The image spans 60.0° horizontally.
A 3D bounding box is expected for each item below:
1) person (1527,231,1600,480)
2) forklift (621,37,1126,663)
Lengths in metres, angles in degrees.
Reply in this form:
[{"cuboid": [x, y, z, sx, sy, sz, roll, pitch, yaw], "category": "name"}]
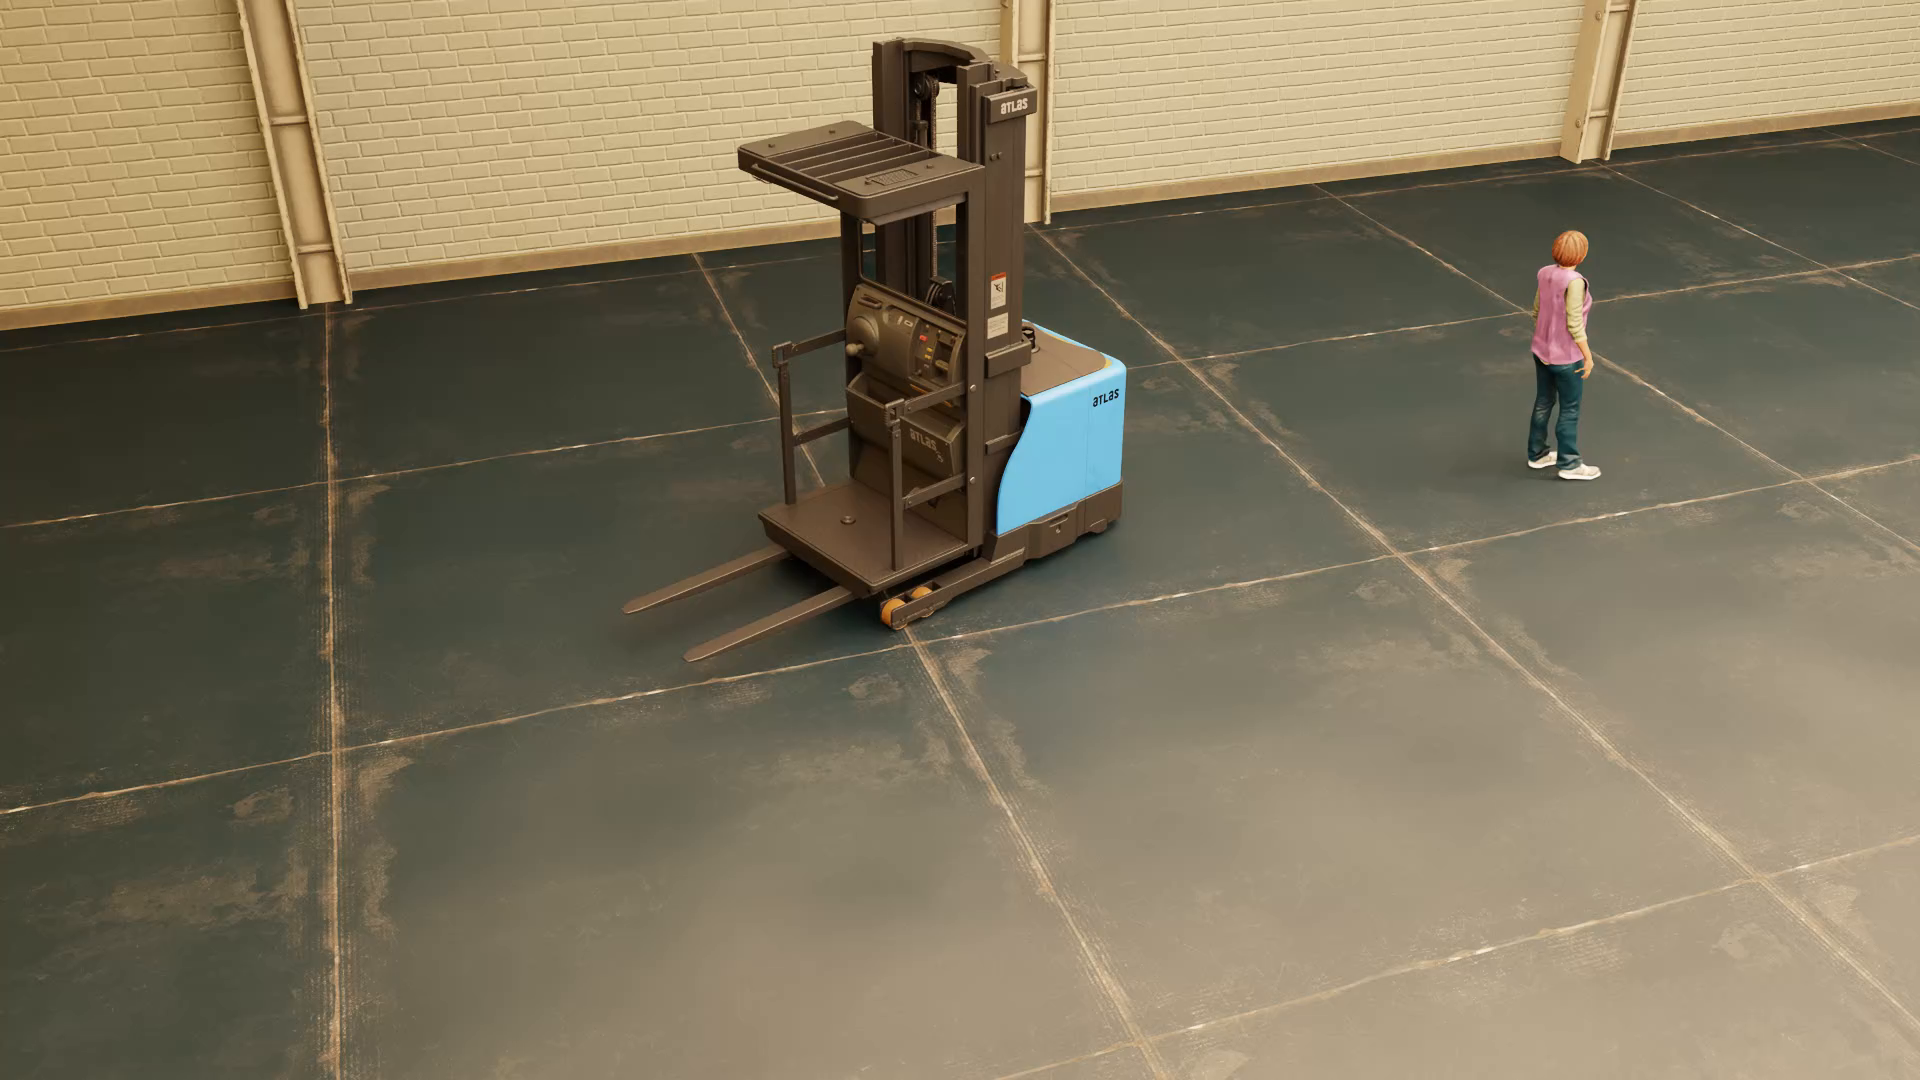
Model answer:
[{"cuboid": [3.831, -1.173, 10.450, 0.475, 1.597, 0.520, -9, 31, -15], "category": "person"}, {"cuboid": [-0.461, -1.072, 8.951, 3.031, 2.935, 1.130, -23, 37, -34], "category": "forklift"}]
